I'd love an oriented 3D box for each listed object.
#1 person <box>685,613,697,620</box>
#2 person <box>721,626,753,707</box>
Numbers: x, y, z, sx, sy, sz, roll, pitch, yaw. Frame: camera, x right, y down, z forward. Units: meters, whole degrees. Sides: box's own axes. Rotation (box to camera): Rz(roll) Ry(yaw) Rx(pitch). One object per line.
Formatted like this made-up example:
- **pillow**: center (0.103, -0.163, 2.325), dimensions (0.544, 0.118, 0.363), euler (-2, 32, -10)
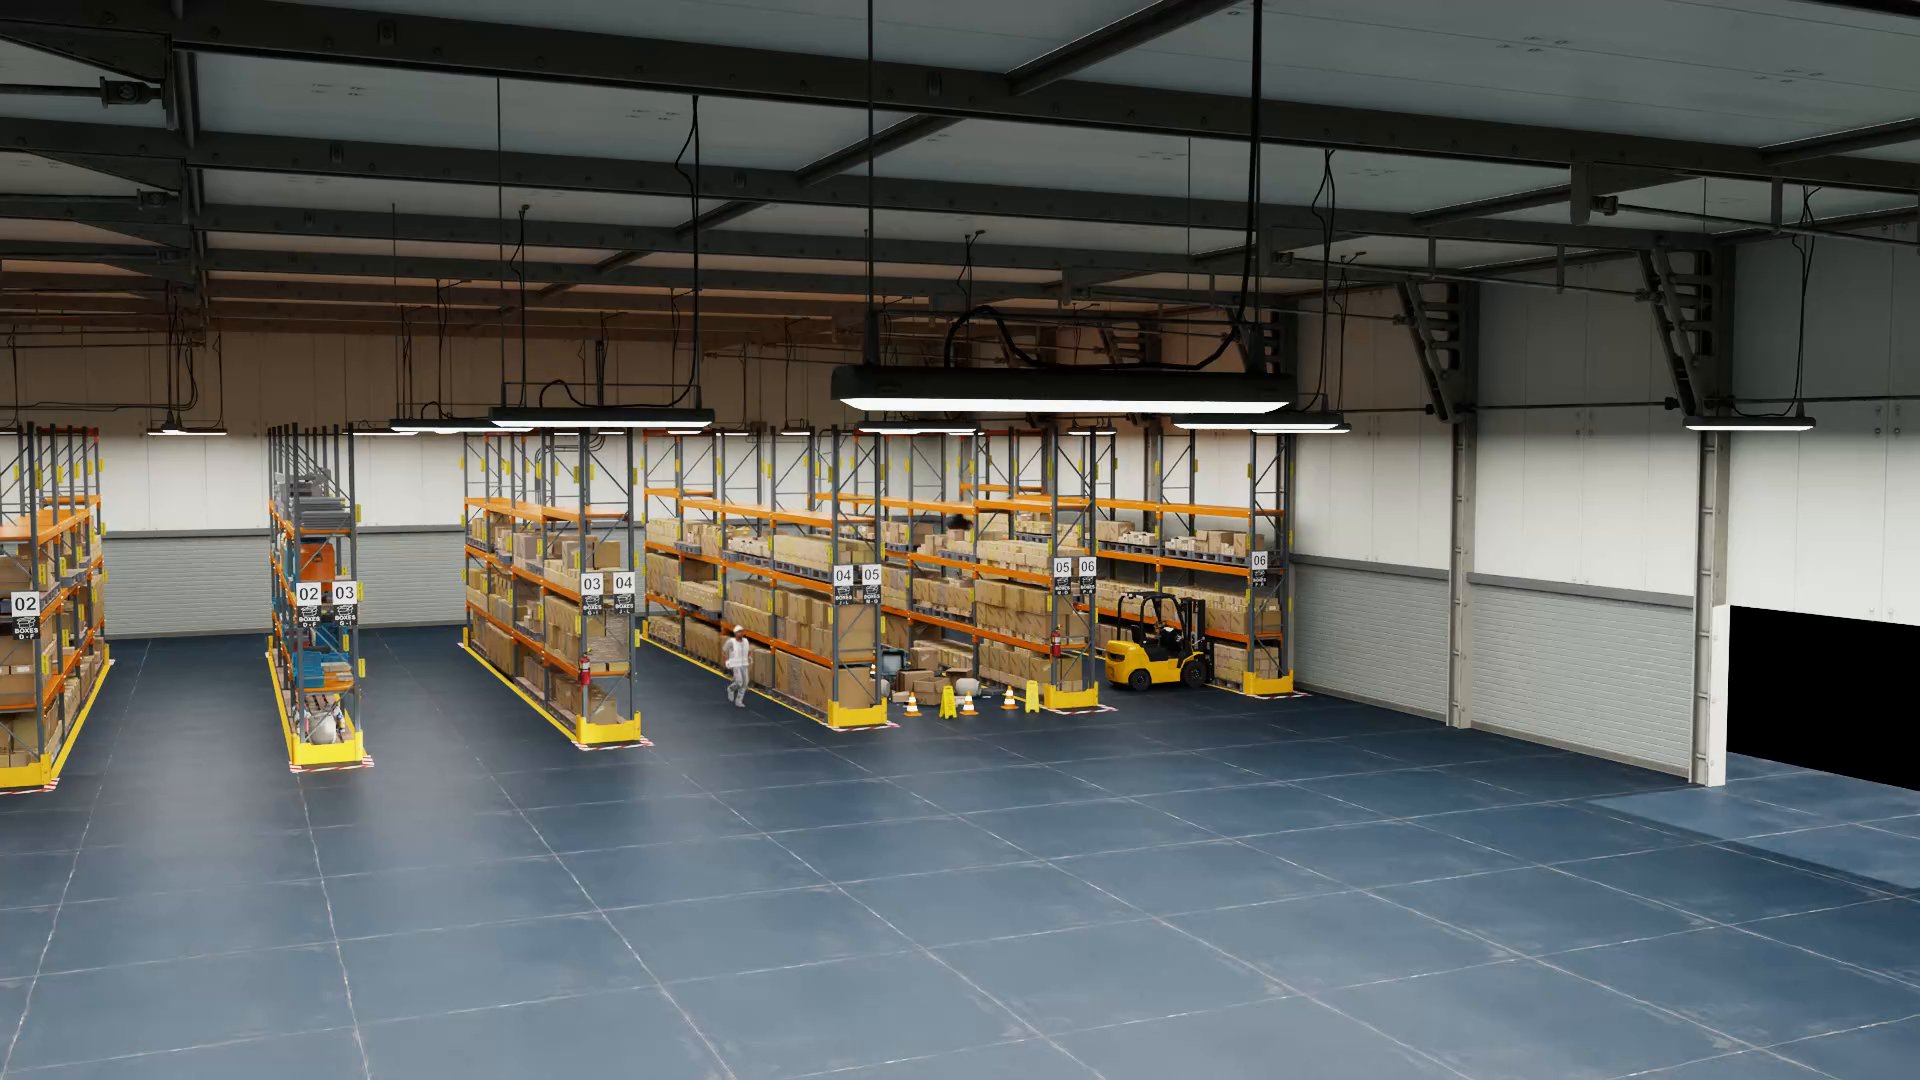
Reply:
- **person**: center (-8.113, 1.829, 49.526), dimensions (0.628, 1.751, 0.643), euler (-2, 4, -23)
- **person**: center (-4.696, 2.690, 35.430), dimensions (0.684, 1.732, 0.594), euler (-3, 4, -38)
